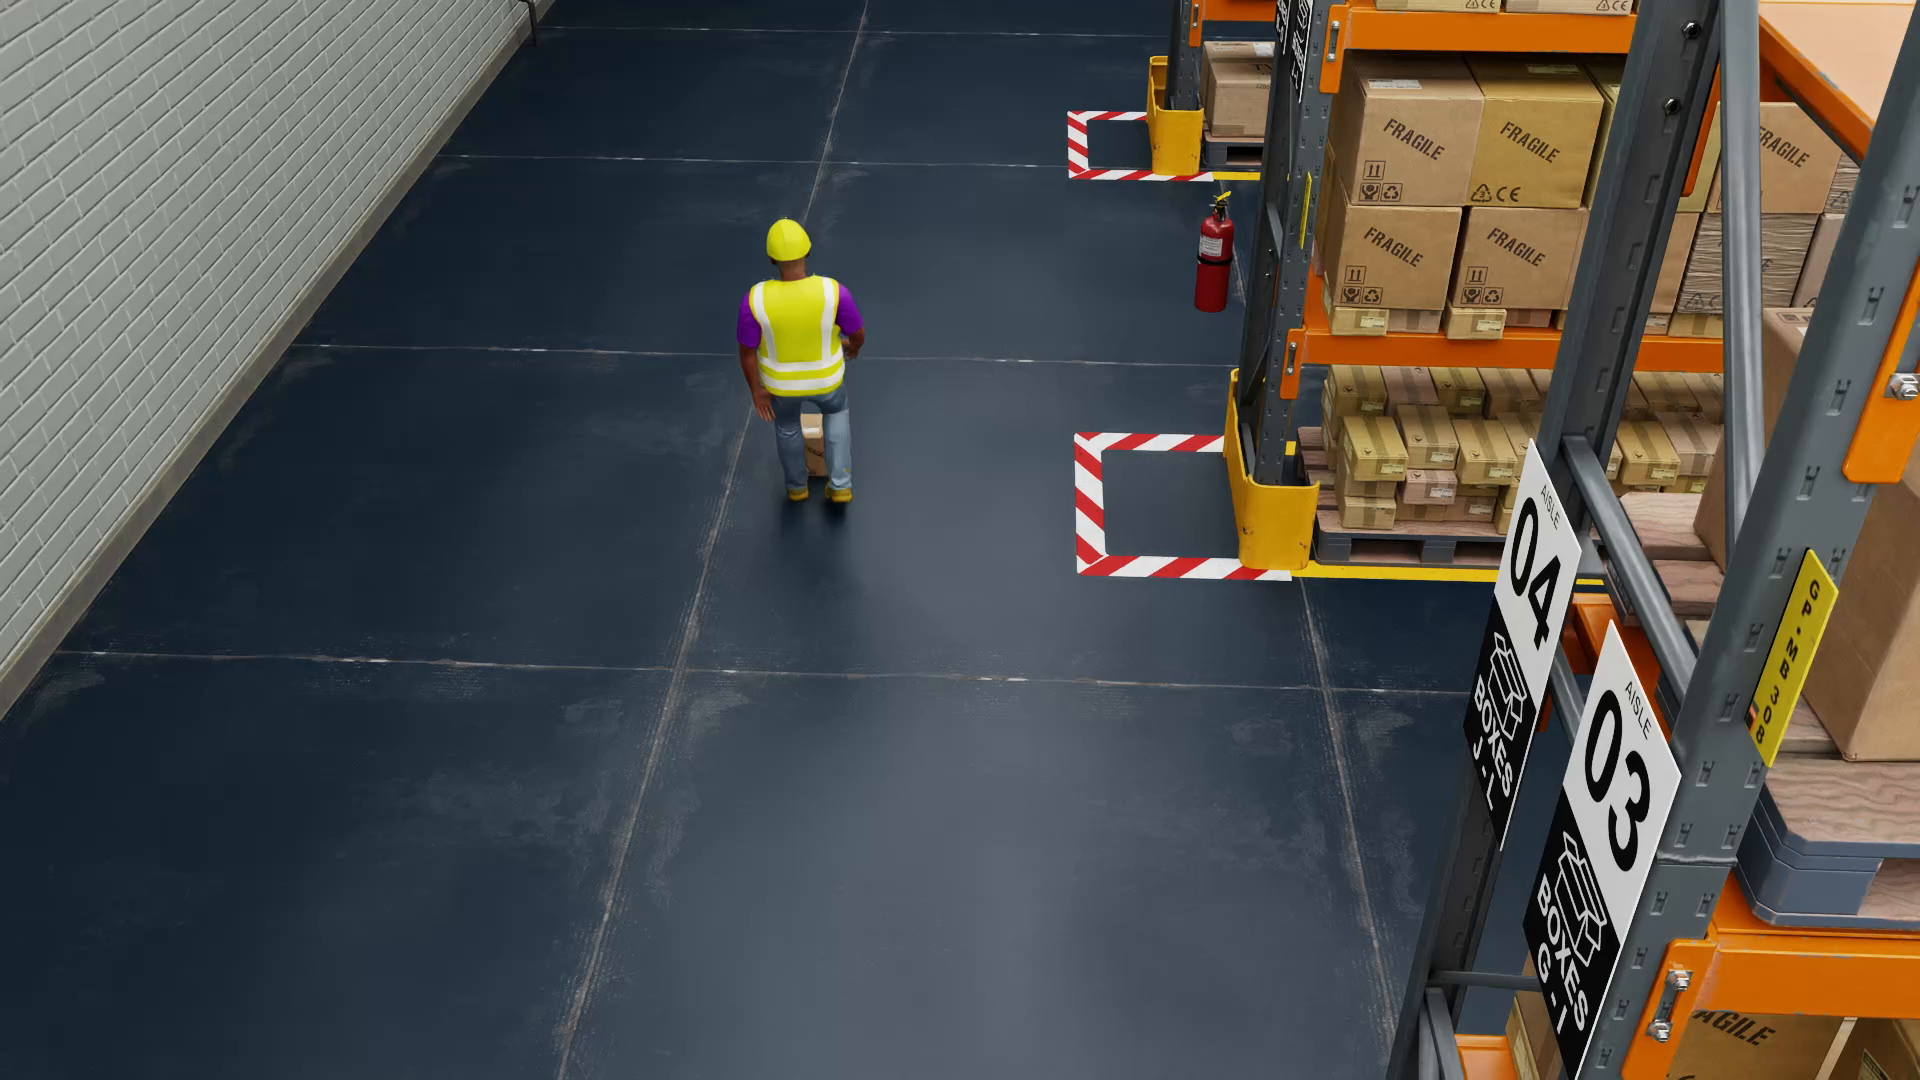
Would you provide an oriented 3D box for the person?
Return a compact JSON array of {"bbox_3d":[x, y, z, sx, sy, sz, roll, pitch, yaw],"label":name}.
[{"bbox_3d":[-0.787,-0.875,8.392,0.626,1.751,0.655,-3,36,-5],"label":"person"}]
